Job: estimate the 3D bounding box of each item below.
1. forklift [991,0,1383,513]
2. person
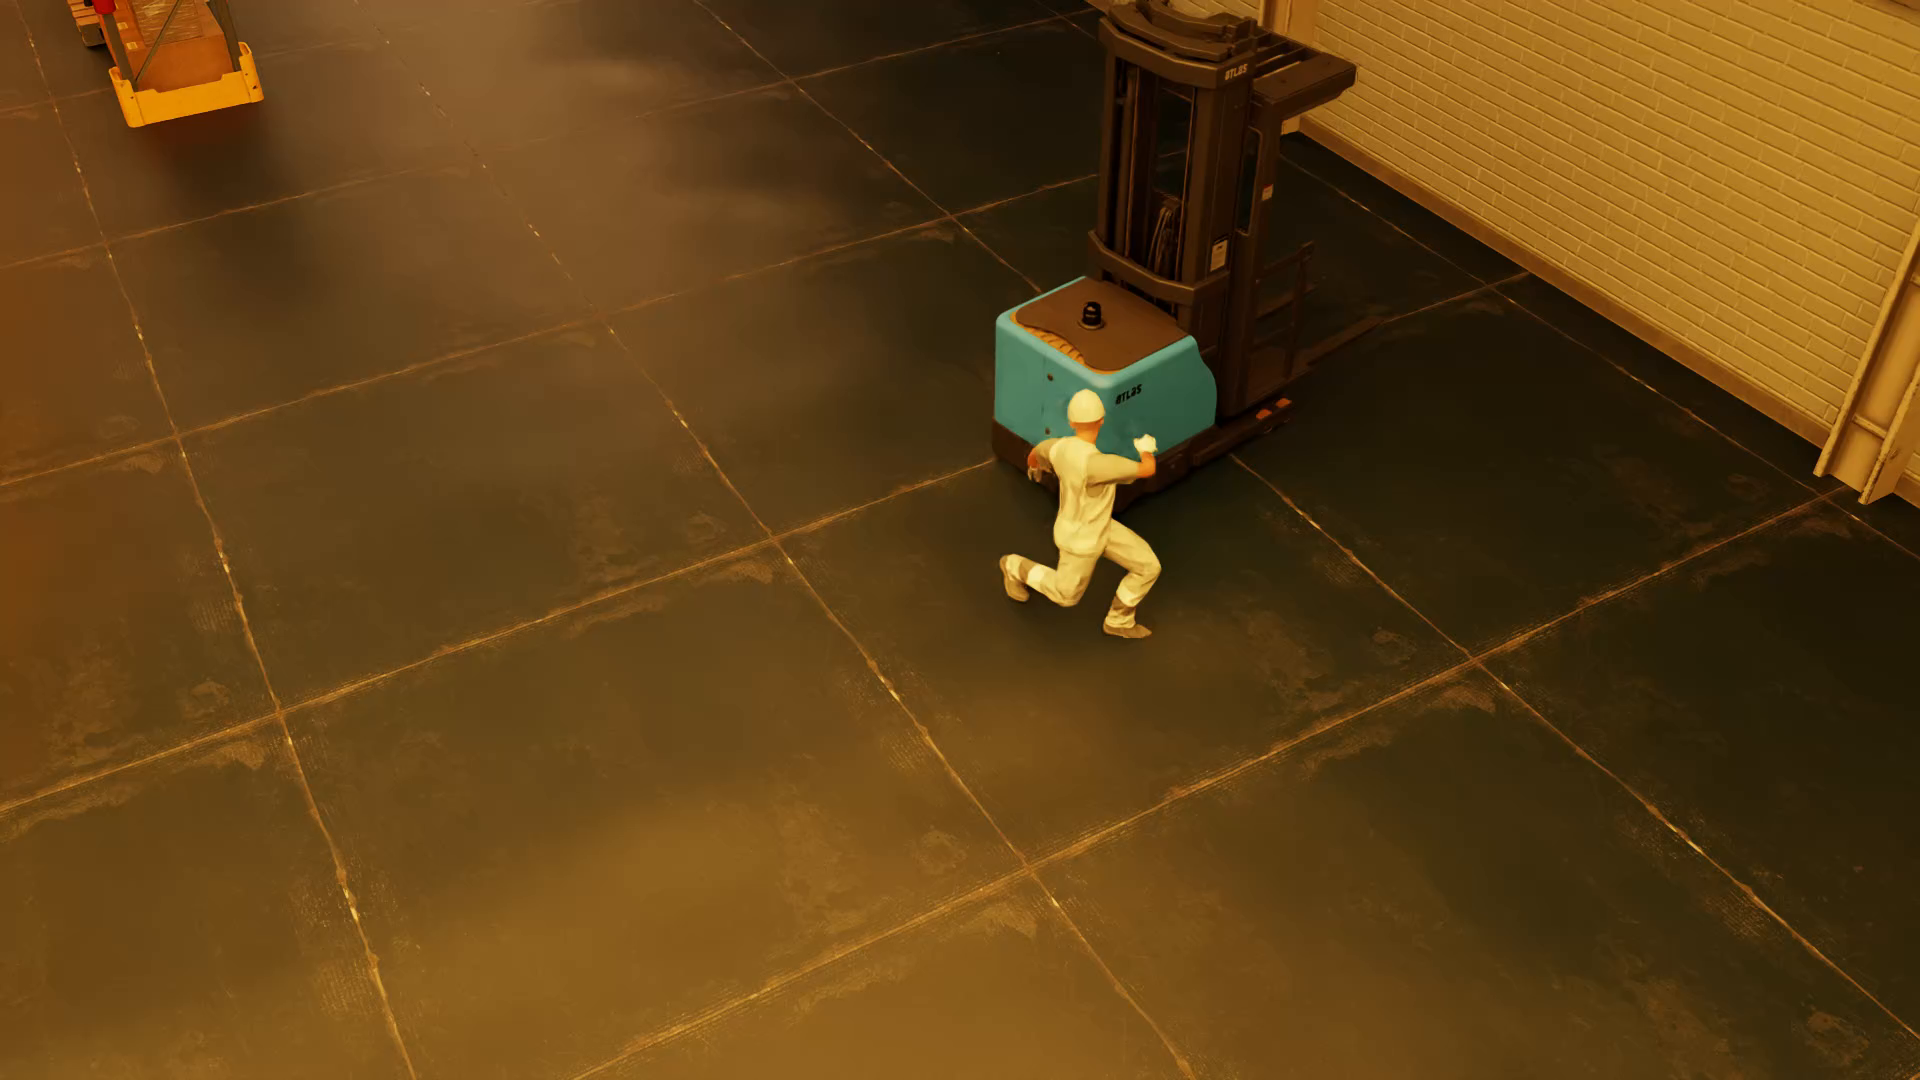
[{"bbox_3d":[1.657,-2.072,10.535,3.031,2.935,1.130,-29,47,-30],"label":"forklift"},{"bbox_3d":[0.701,-0.191,9.422,0.973,1.541,0.744,9,41,11],"label":"person"}]
